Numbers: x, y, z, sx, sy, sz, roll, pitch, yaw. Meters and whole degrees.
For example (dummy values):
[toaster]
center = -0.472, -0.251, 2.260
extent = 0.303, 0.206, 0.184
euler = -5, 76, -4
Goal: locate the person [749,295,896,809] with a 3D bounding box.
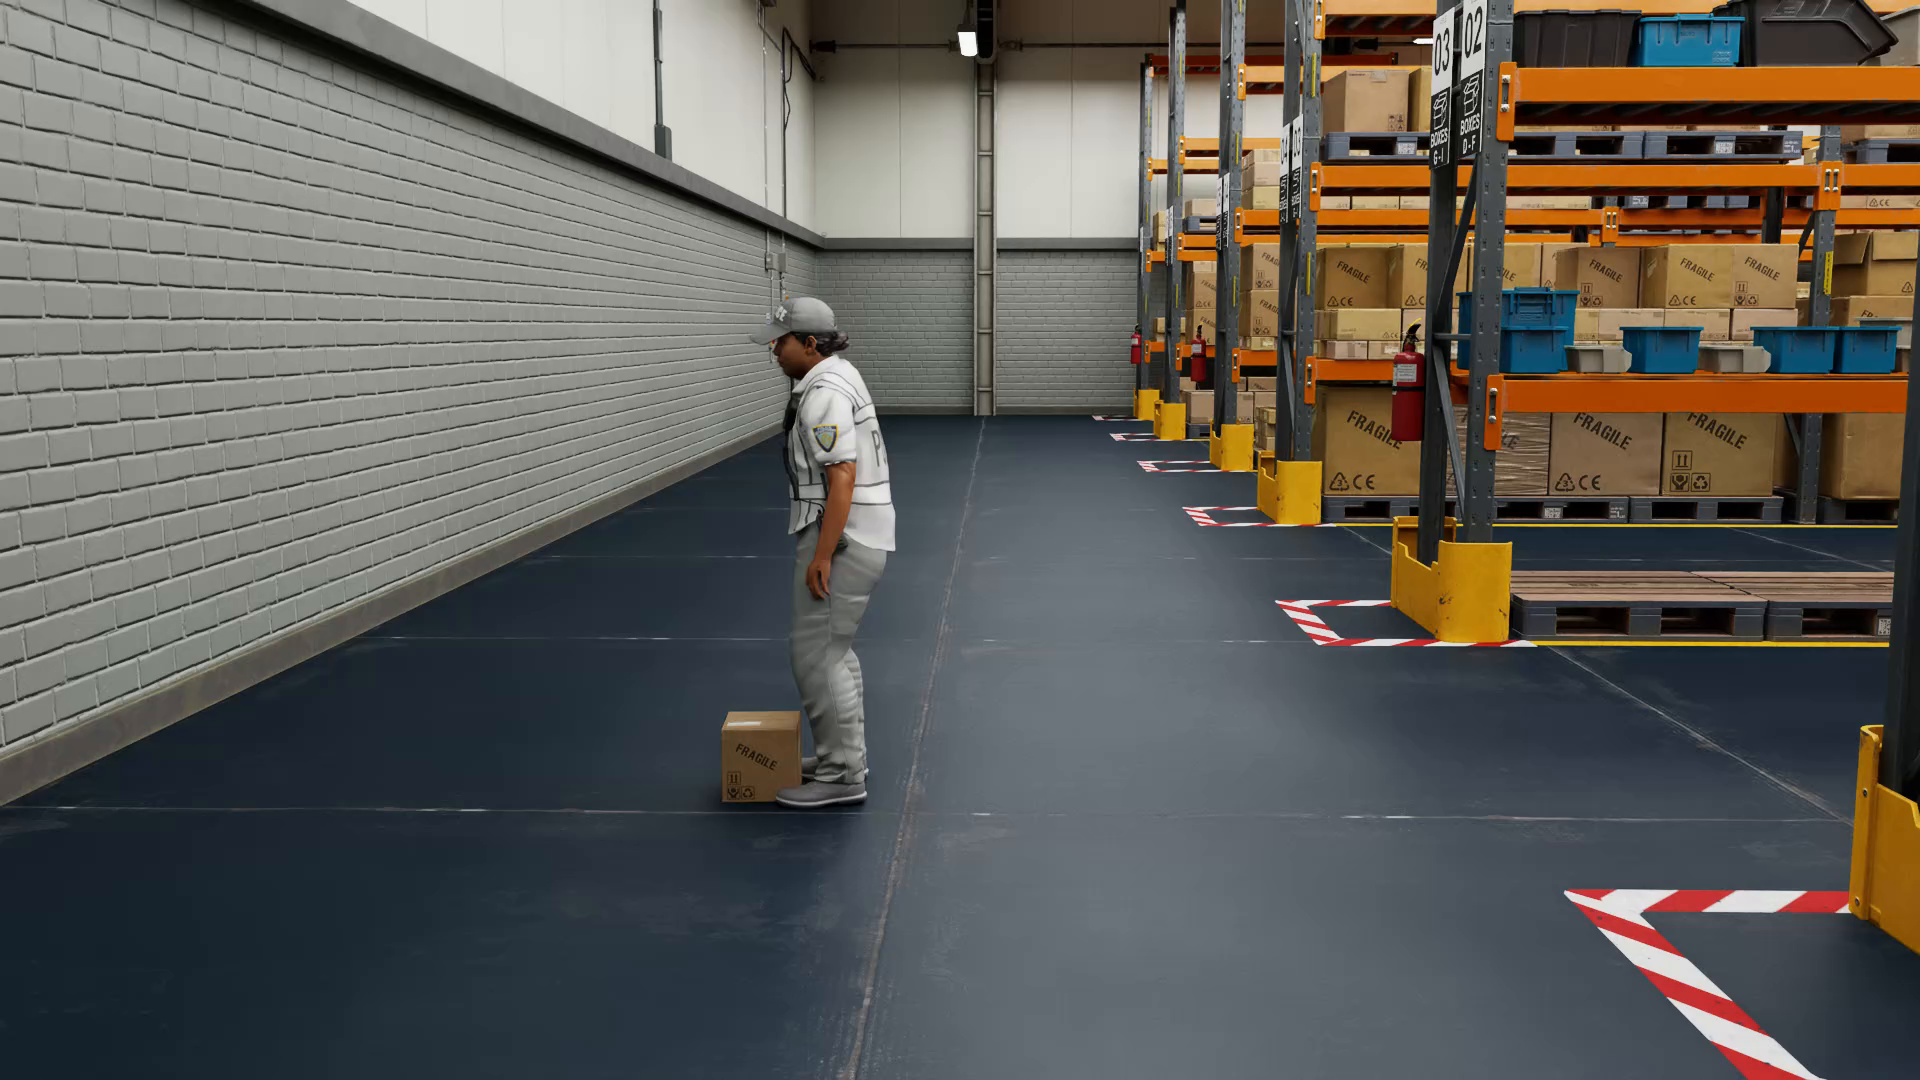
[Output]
[person]
center = -0.450, 0.029, 5.527
extent = 0.470, 1.665, 0.560
euler = 0, 7, -2
